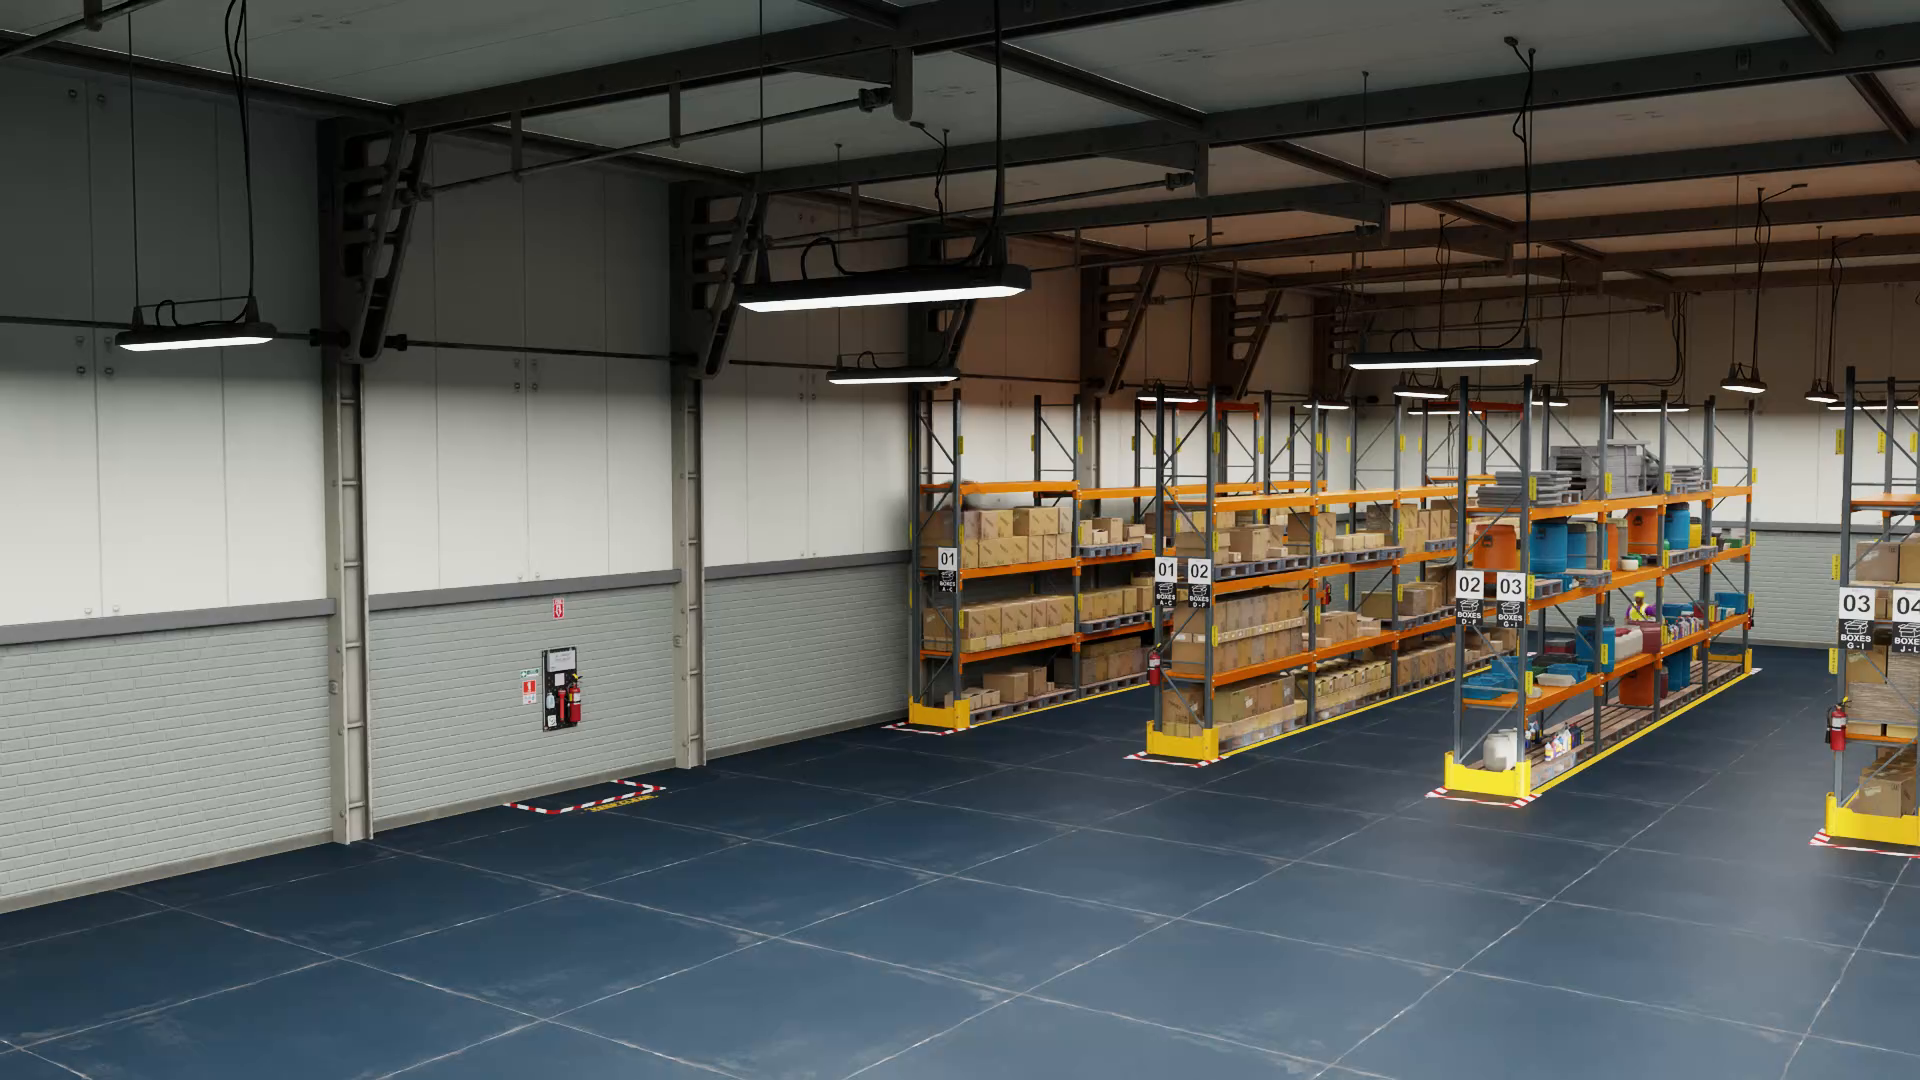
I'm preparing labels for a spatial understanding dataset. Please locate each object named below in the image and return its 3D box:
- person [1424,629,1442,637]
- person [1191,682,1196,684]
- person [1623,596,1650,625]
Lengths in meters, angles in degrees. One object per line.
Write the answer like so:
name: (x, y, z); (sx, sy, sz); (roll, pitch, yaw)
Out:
person: (11.994, 1.800, 42.076); (0.549, 1.658, 0.362); (1, 3, 9)
person: (4.722, 2.327, 32.262); (0.528, 1.681, 0.956); (2, 4, 25)
person: (15.205, 2.027, 37.338); (1.032, 1.684, 0.660); (-3, 5, -44)
